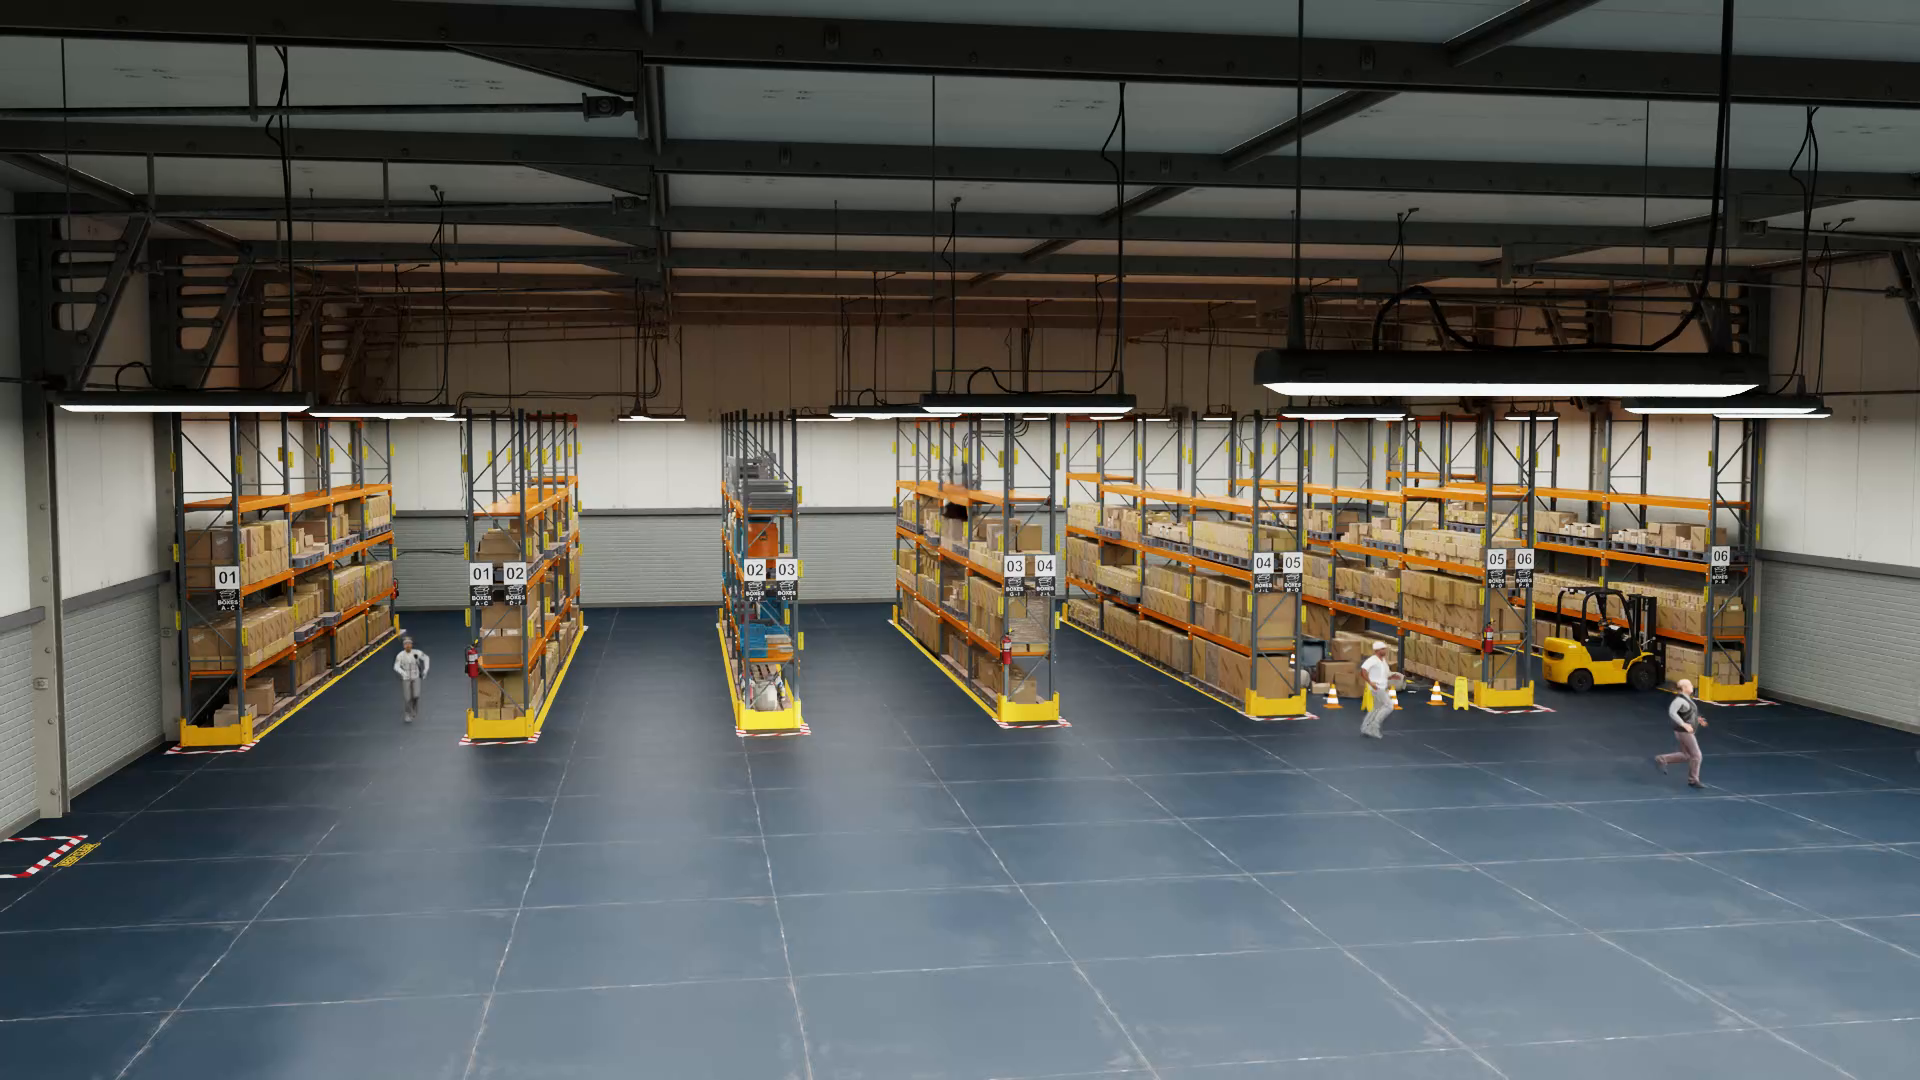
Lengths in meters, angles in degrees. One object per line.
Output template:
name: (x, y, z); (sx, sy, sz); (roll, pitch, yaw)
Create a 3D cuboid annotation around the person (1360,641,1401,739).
person: (7.665, 2.734, 30.355); (0.700, 1.773, 0.673); (2, 4, 27)

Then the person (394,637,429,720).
person: (-10.520, 2.662, 31.908); (0.634, 1.651, 0.728); (-1, 4, -16)

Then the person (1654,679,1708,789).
person: (11.425, 3.089, 26.315); (0.819, 1.637, 0.662); (2, 5, 30)
